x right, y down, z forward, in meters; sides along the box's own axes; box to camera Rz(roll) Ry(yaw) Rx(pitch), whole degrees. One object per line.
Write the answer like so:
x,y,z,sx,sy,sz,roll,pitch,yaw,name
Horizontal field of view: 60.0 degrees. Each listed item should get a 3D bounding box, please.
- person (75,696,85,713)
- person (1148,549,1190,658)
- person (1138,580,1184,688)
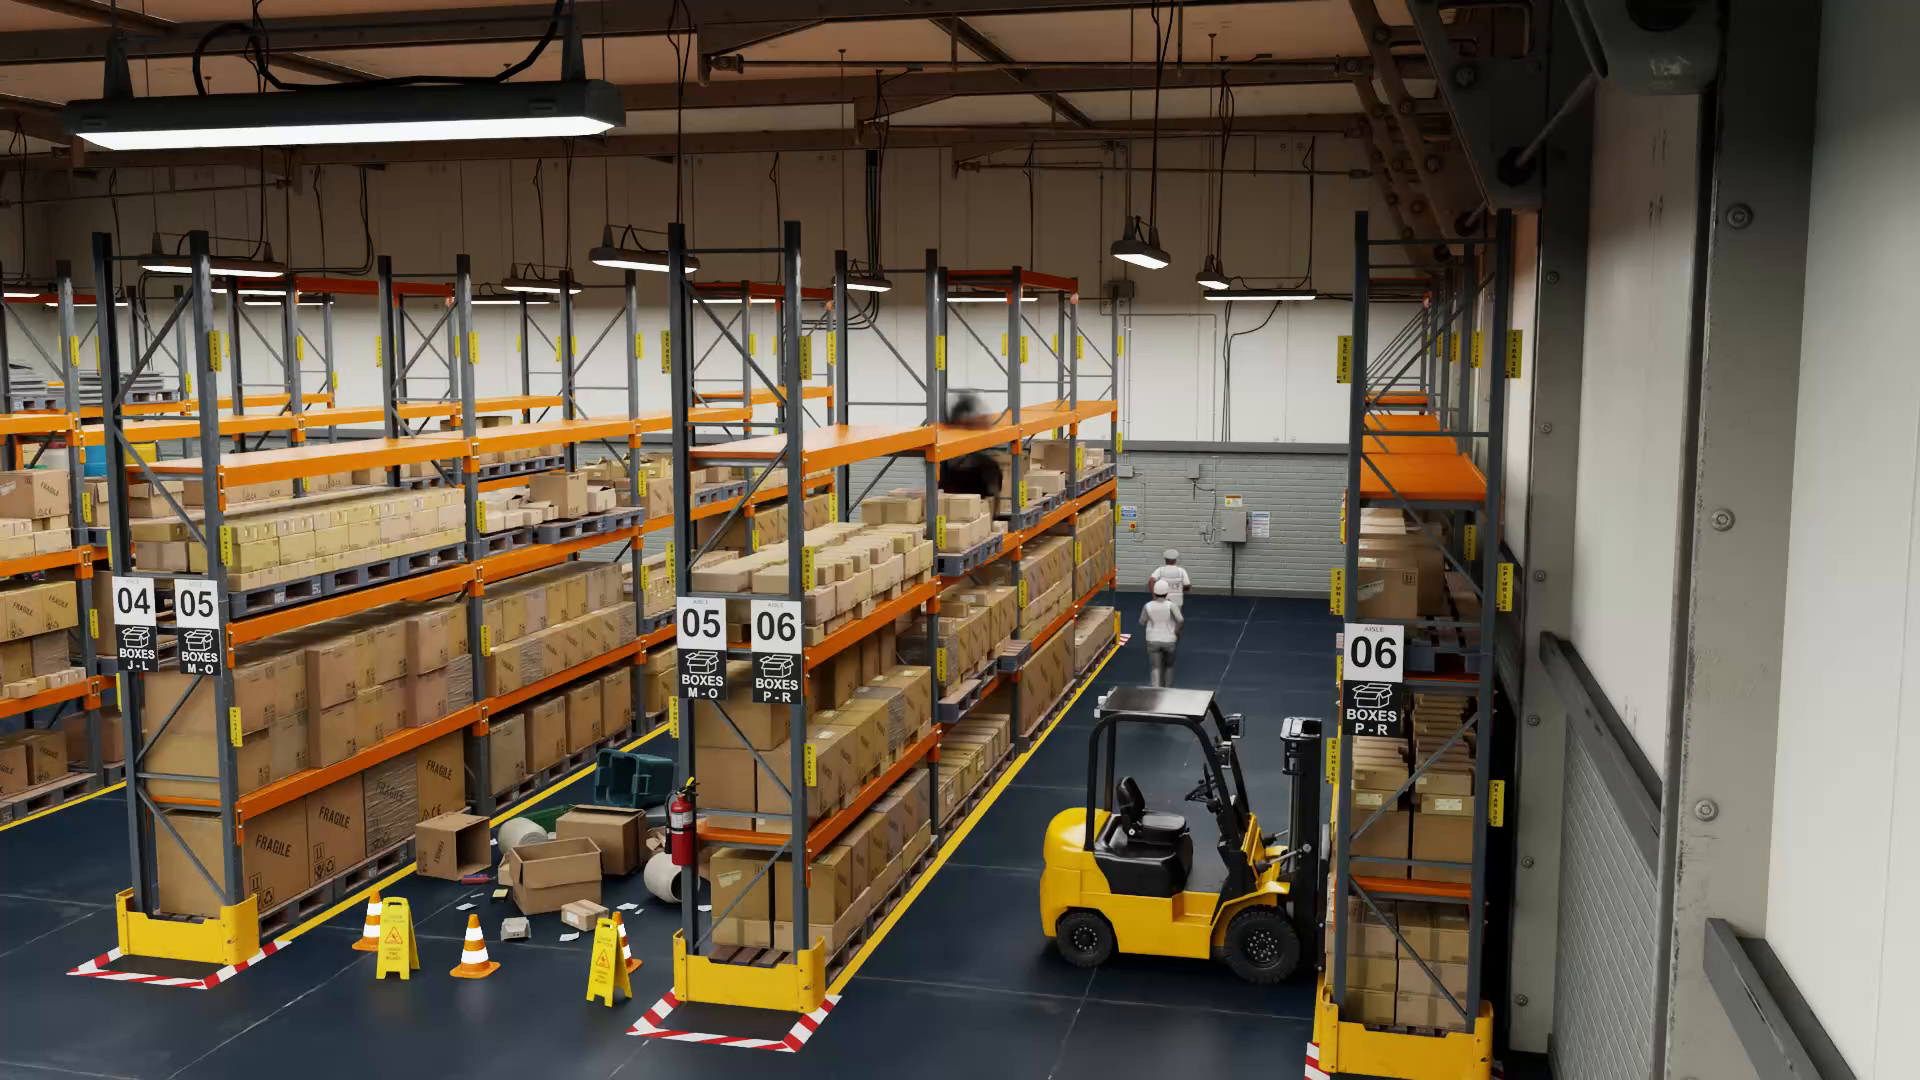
-11.944,1.621,22.626,0.610,1.596,0.632,1,7,8,person
3.362,1.058,26.665,0.641,1.815,0.776,2,7,14,person
2.800,1.461,23.170,0.648,1.820,0.871,1,7,9,person
